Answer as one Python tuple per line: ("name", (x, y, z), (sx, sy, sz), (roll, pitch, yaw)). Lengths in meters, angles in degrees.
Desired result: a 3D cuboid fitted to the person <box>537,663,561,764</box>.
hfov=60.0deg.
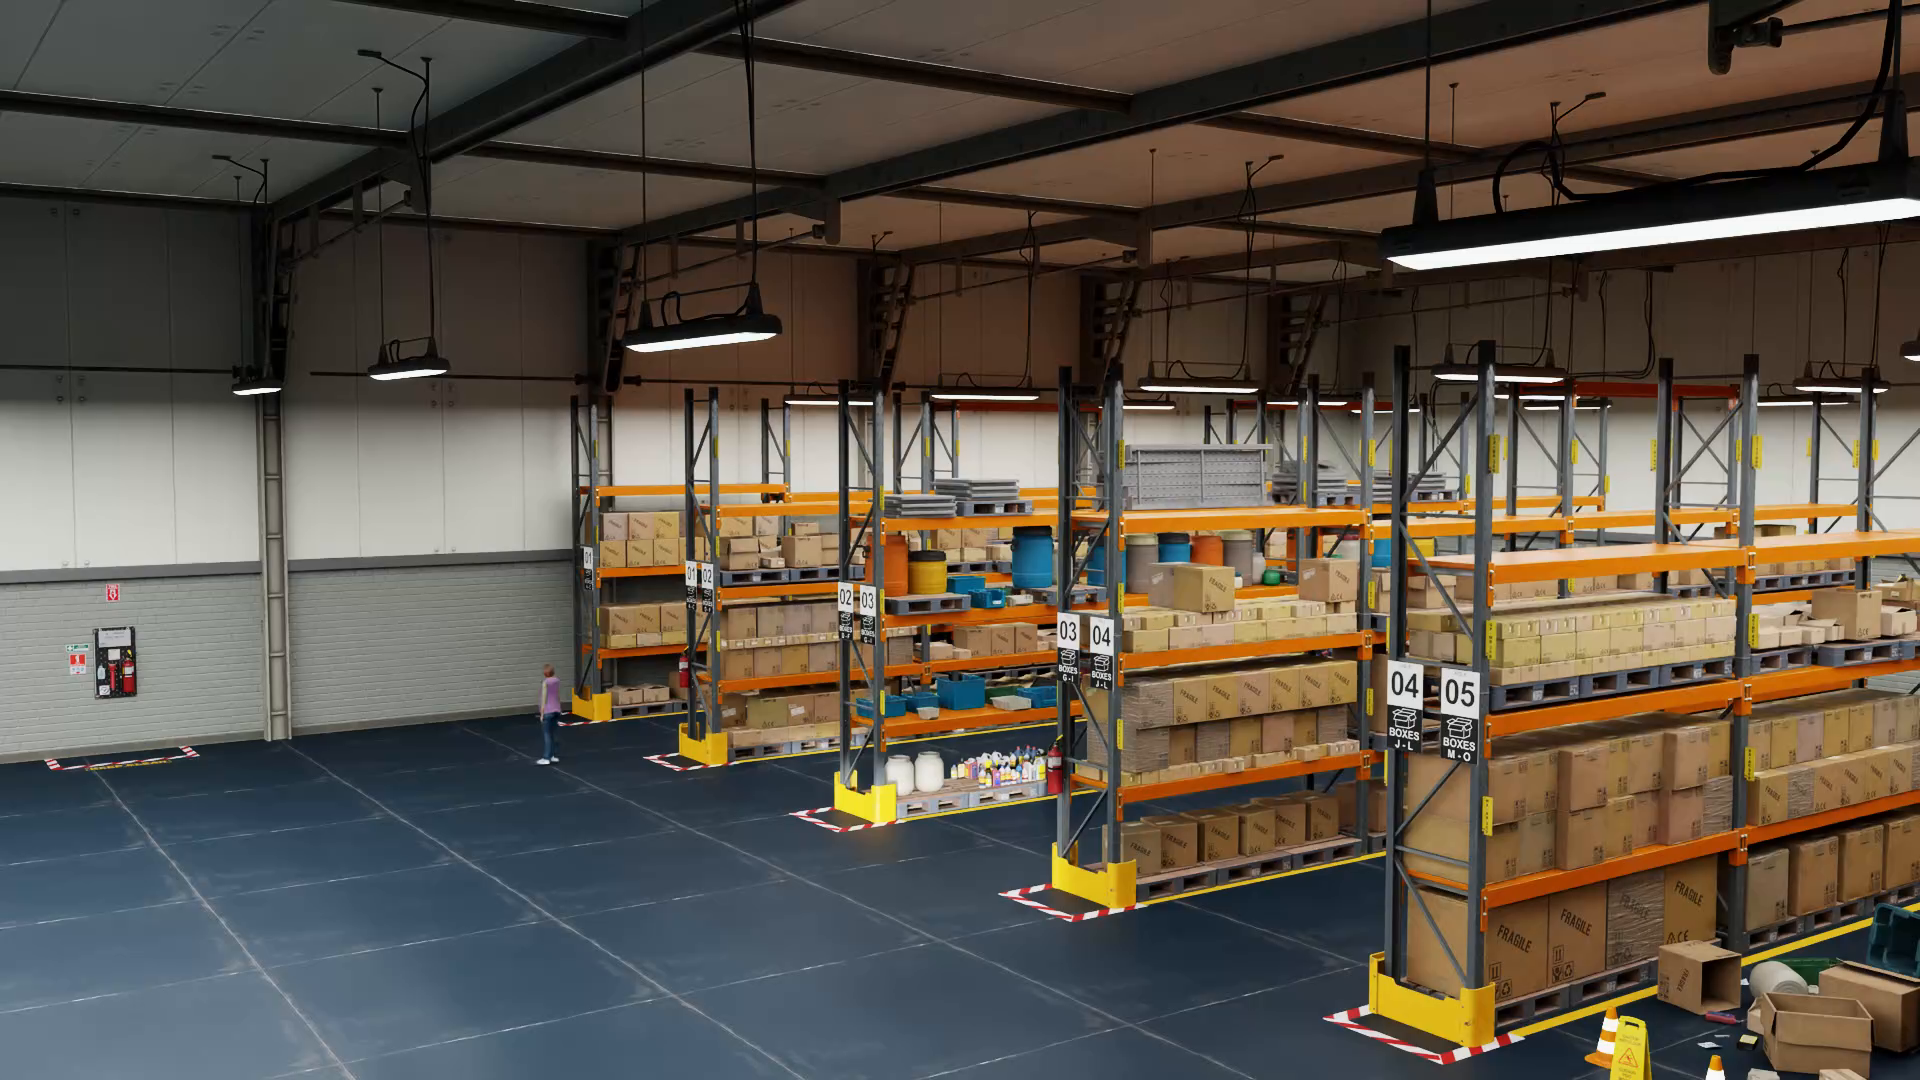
("person", (-6.566, 2.761, 26.518), (0.391, 1.600, 0.456), (1, 4, 21))
